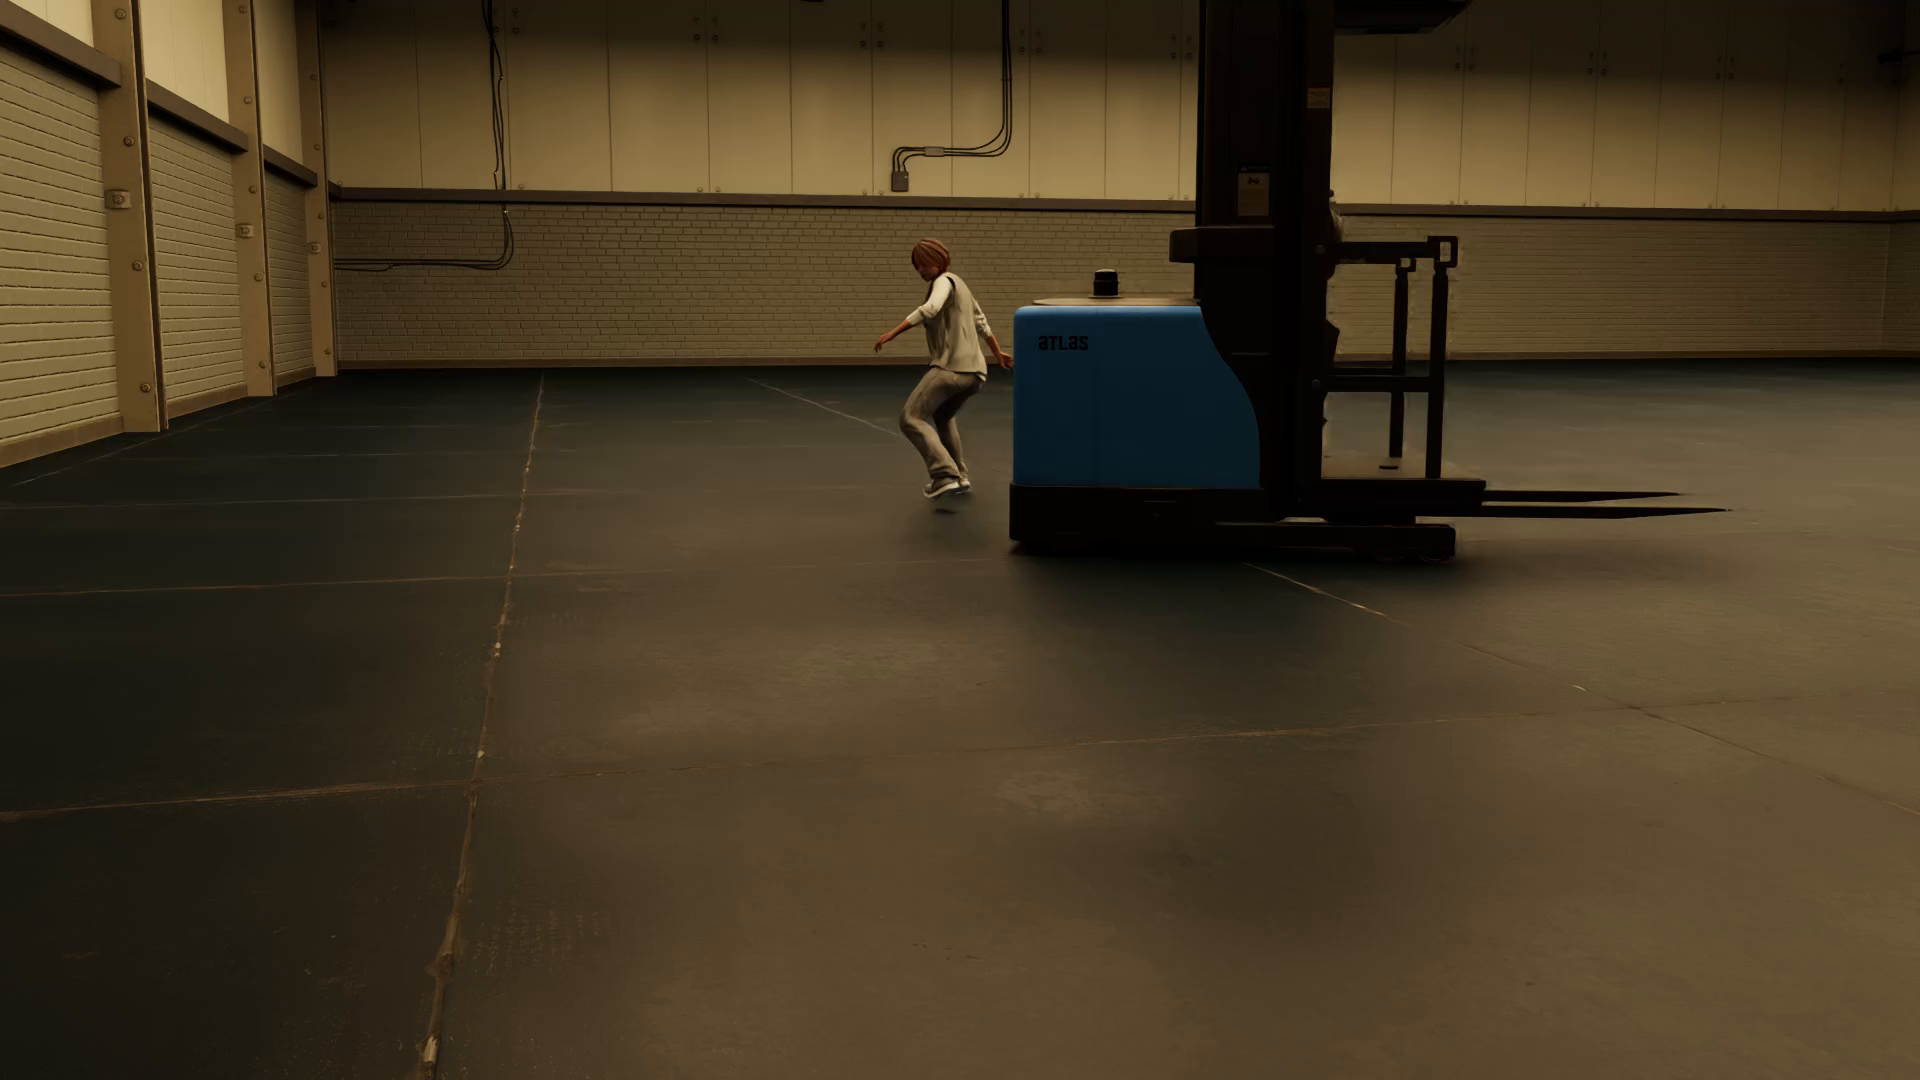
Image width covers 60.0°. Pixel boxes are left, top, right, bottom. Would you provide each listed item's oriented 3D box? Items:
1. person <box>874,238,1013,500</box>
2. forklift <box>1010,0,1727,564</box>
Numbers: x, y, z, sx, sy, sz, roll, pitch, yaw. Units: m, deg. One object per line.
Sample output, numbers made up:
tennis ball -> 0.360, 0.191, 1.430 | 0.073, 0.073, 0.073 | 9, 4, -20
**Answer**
person -> -0.042, -0.897, 9.218 | 0.496, 1.521, 0.985 | 4, 9, 25
forklift -> 1.767, -1.427, 7.328 | 3.031, 2.935, 1.130 | 1, 8, 6
